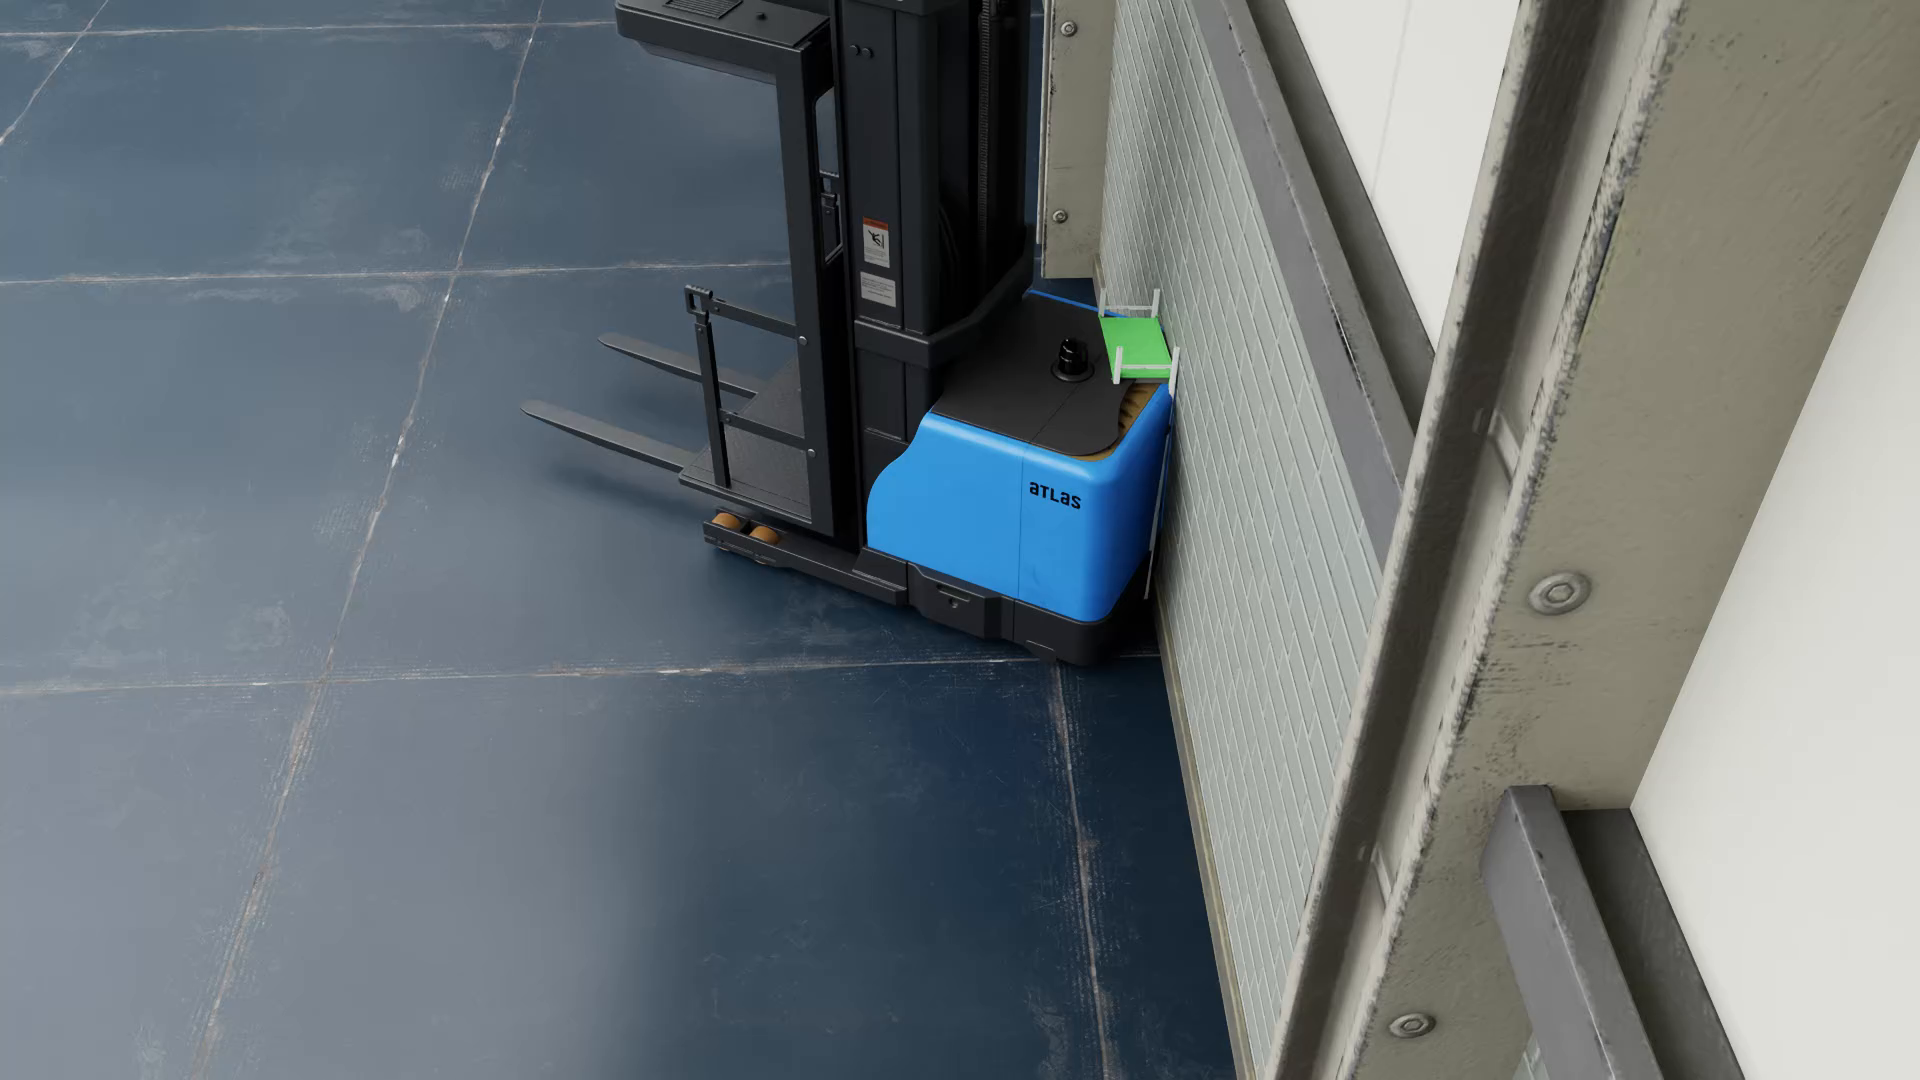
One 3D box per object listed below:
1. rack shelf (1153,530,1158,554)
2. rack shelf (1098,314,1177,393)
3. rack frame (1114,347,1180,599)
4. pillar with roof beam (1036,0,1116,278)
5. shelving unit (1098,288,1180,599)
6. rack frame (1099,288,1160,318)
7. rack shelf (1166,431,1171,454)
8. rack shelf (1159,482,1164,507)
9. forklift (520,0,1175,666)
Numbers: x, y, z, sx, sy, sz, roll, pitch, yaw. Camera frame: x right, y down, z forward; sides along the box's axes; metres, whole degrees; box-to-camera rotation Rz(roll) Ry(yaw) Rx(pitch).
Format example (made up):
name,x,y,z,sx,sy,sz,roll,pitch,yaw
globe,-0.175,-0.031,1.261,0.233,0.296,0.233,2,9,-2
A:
name,x,y,z,sx,sy,sz,roll,pitch,yaw
rack shelf,0.671,-0.137,7.062,0.258,0.148,0.480,0,35,-4
rack shelf,0.698,-0.724,6.646,0.258,0.148,0.480,0,35,-4
rack frame,0.696,-0.244,6.688,0.240,1.200,0.015,0,35,-4
pillar with roof beam,-3.715,-4.738,5.909,9.100,9.000,0.400,-2,43,-2
shelving unit,0.682,-0.385,6.887,0.258,1.200,0.503,0,35,-4
rack frame,0.669,-0.526,7.085,0.240,1.200,0.015,0,35,-4
rack shelf,0.689,-0.529,6.785,0.258,0.148,0.480,0,35,-4
rack shelf,0.680,-0.333,6.924,0.258,0.148,0.480,0,35,-4
forklift,-0.555,-1.272,6.618,3.031,2.935,1.130,19,46,20
